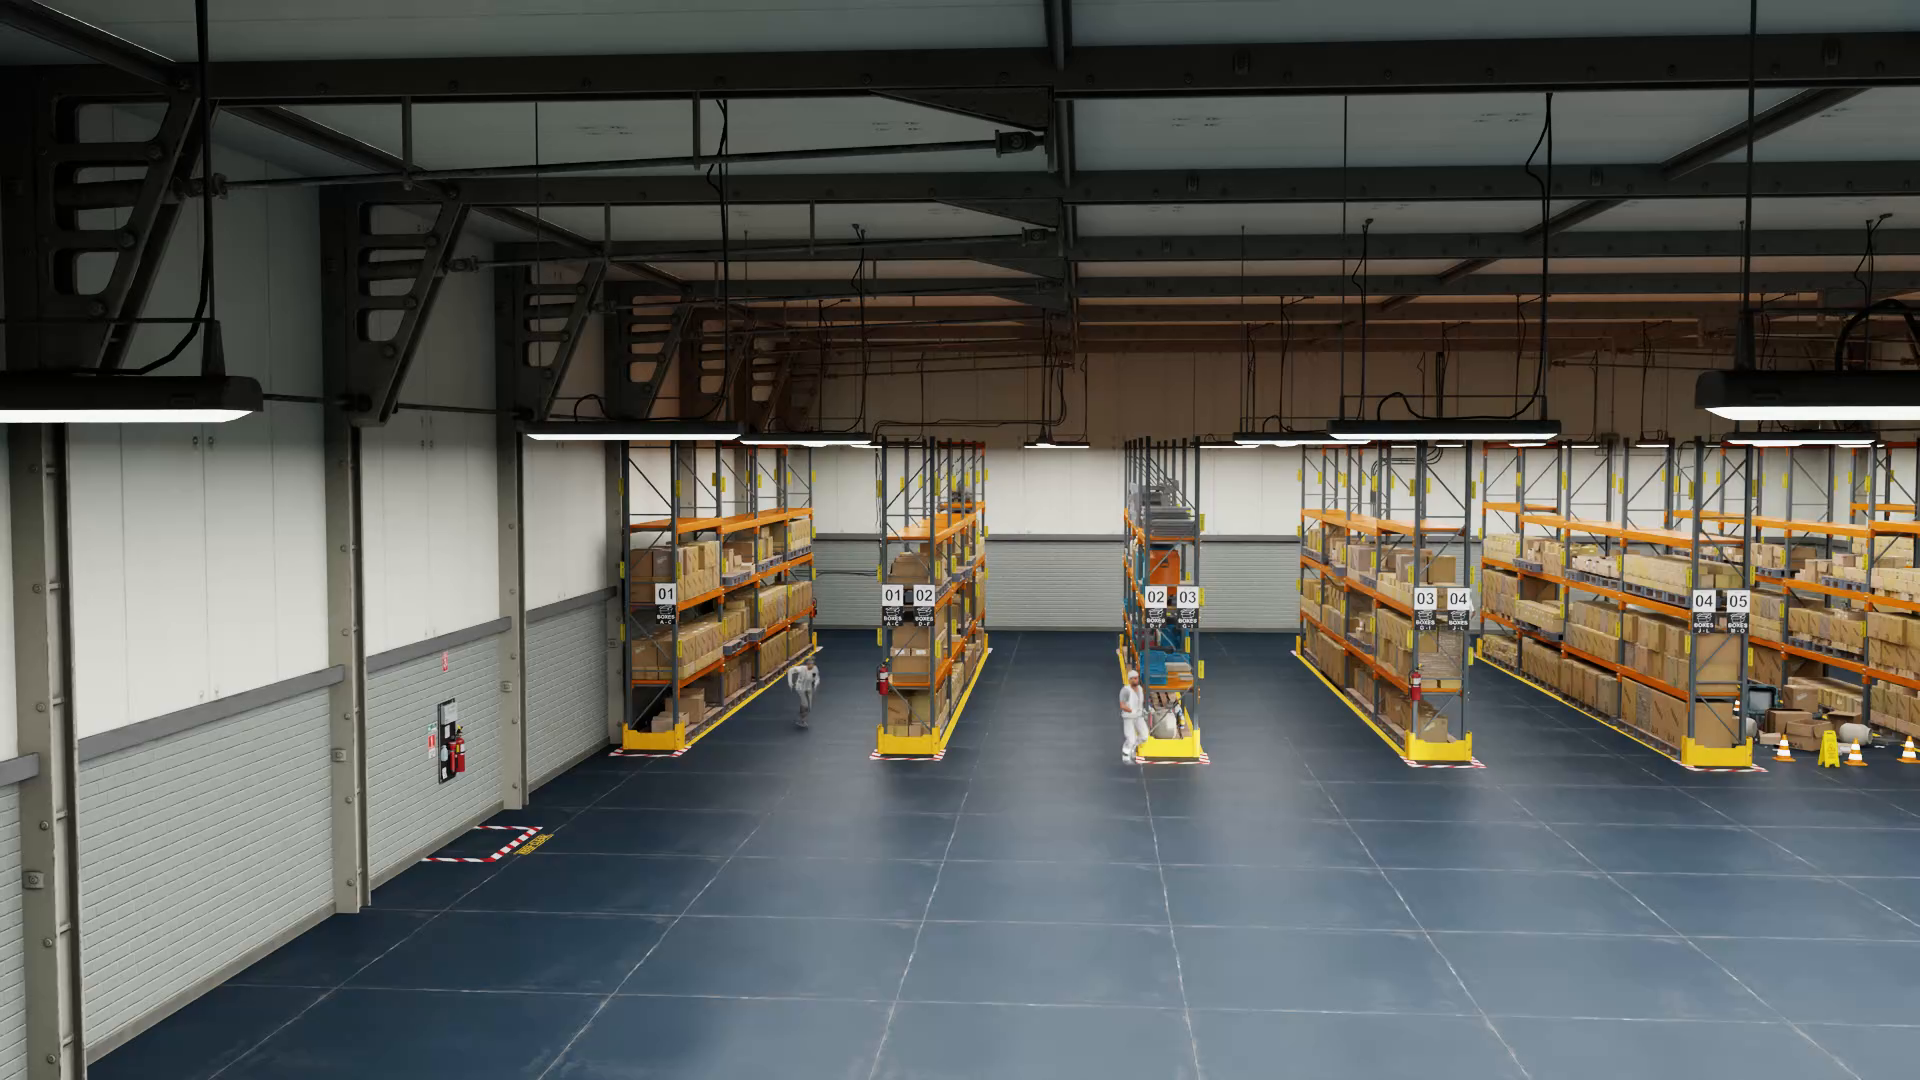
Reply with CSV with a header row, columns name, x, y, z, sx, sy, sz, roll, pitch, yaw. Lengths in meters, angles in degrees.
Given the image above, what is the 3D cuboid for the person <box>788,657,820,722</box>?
name,x,y,z,sx,sy,sz,roll,pitch,yaw
person,-3.232,3.099,34.358,0.645,1.418,0.749,-2,3,-27

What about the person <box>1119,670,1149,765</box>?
name,x,y,z,sx,sy,sz,roll,pitch,yaw
person,4.046,2.918,36.080,8.811,1.735,9.327,-2,4,-35

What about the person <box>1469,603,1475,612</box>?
name,x,y,z,sx,sy,sz,roll,pitch,yaw
person,14.244,1.911,47.191,0.339,0.889,0.706,-2,4,-37
